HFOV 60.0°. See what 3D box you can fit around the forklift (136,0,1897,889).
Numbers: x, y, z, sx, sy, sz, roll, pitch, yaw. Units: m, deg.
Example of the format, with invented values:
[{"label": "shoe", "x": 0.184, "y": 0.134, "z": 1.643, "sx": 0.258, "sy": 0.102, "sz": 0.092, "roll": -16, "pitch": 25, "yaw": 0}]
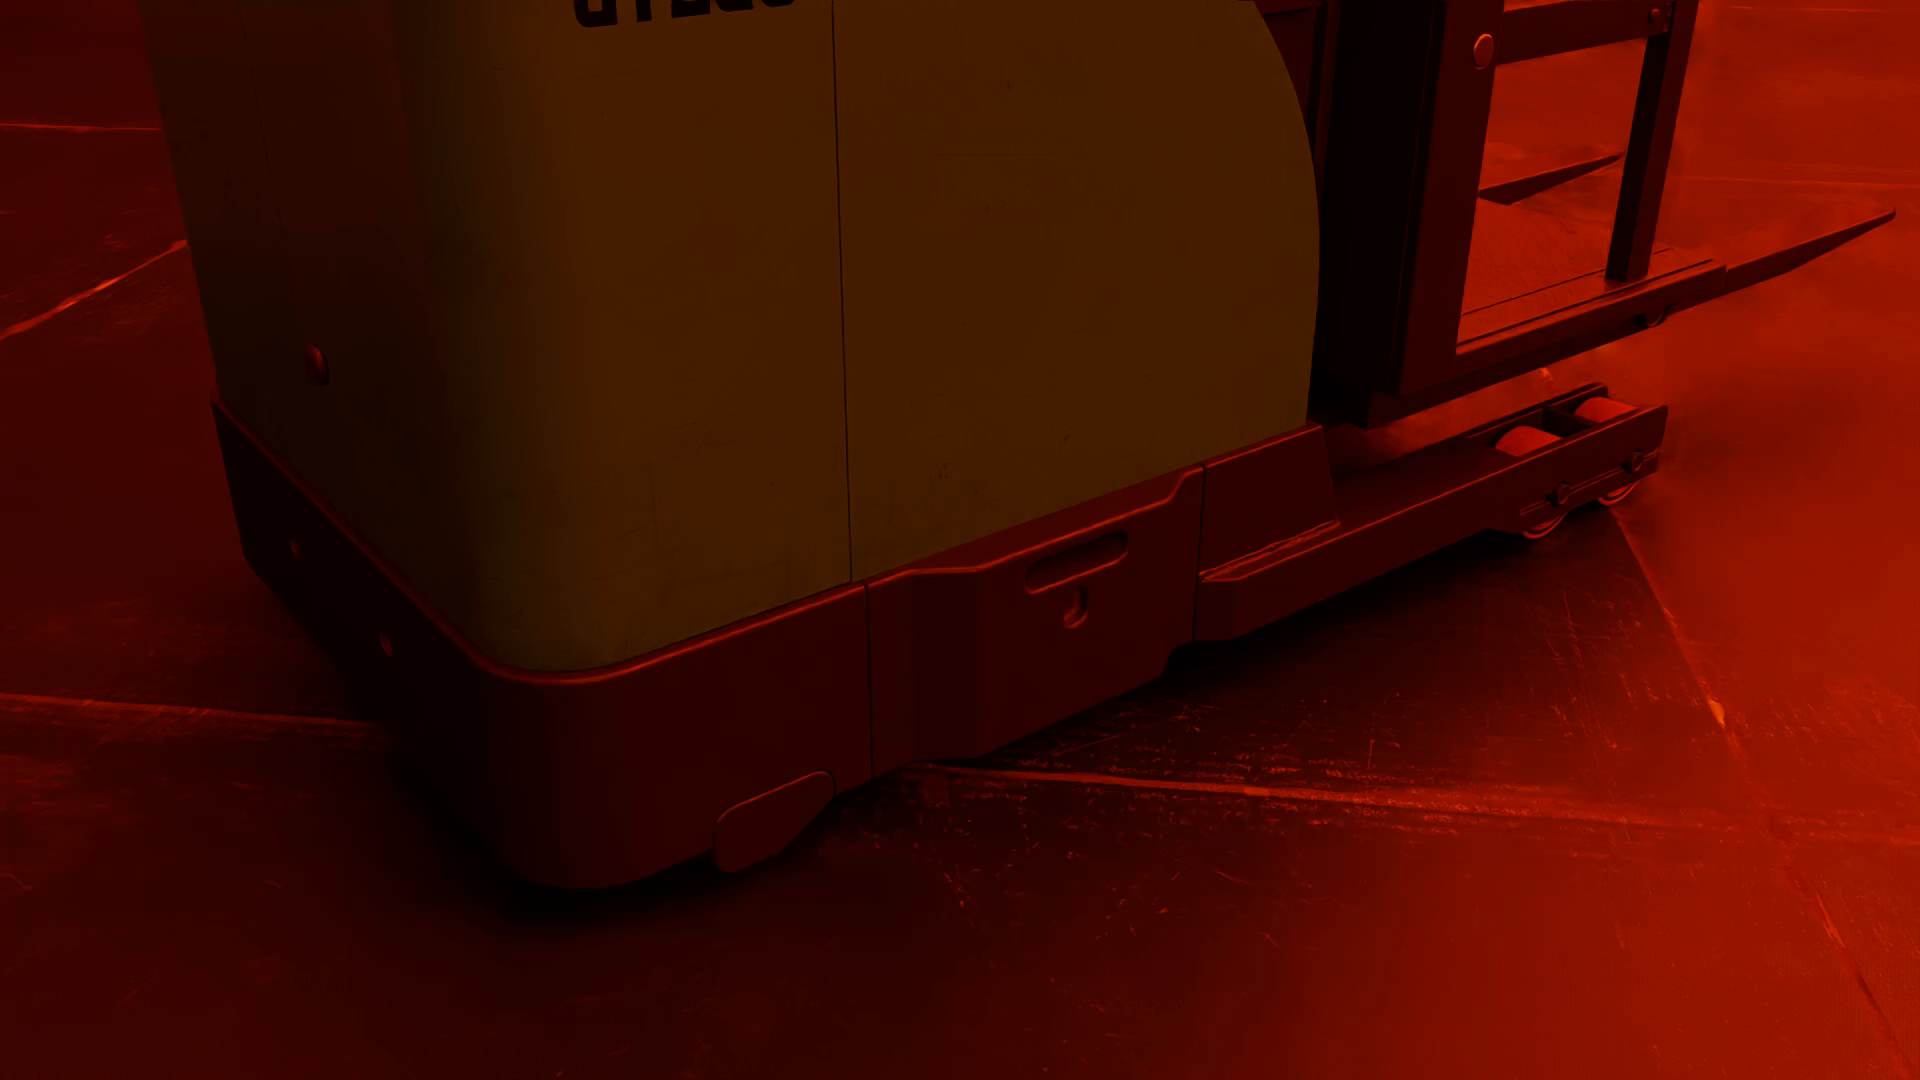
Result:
[{"label": "forklift", "x": 0.479, "y": -1.481, "z": 2.185, "sx": 3.031, "sy": 2.935, "sz": 1.130, "roll": -19, "pitch": 32, "yaw": -33}]
